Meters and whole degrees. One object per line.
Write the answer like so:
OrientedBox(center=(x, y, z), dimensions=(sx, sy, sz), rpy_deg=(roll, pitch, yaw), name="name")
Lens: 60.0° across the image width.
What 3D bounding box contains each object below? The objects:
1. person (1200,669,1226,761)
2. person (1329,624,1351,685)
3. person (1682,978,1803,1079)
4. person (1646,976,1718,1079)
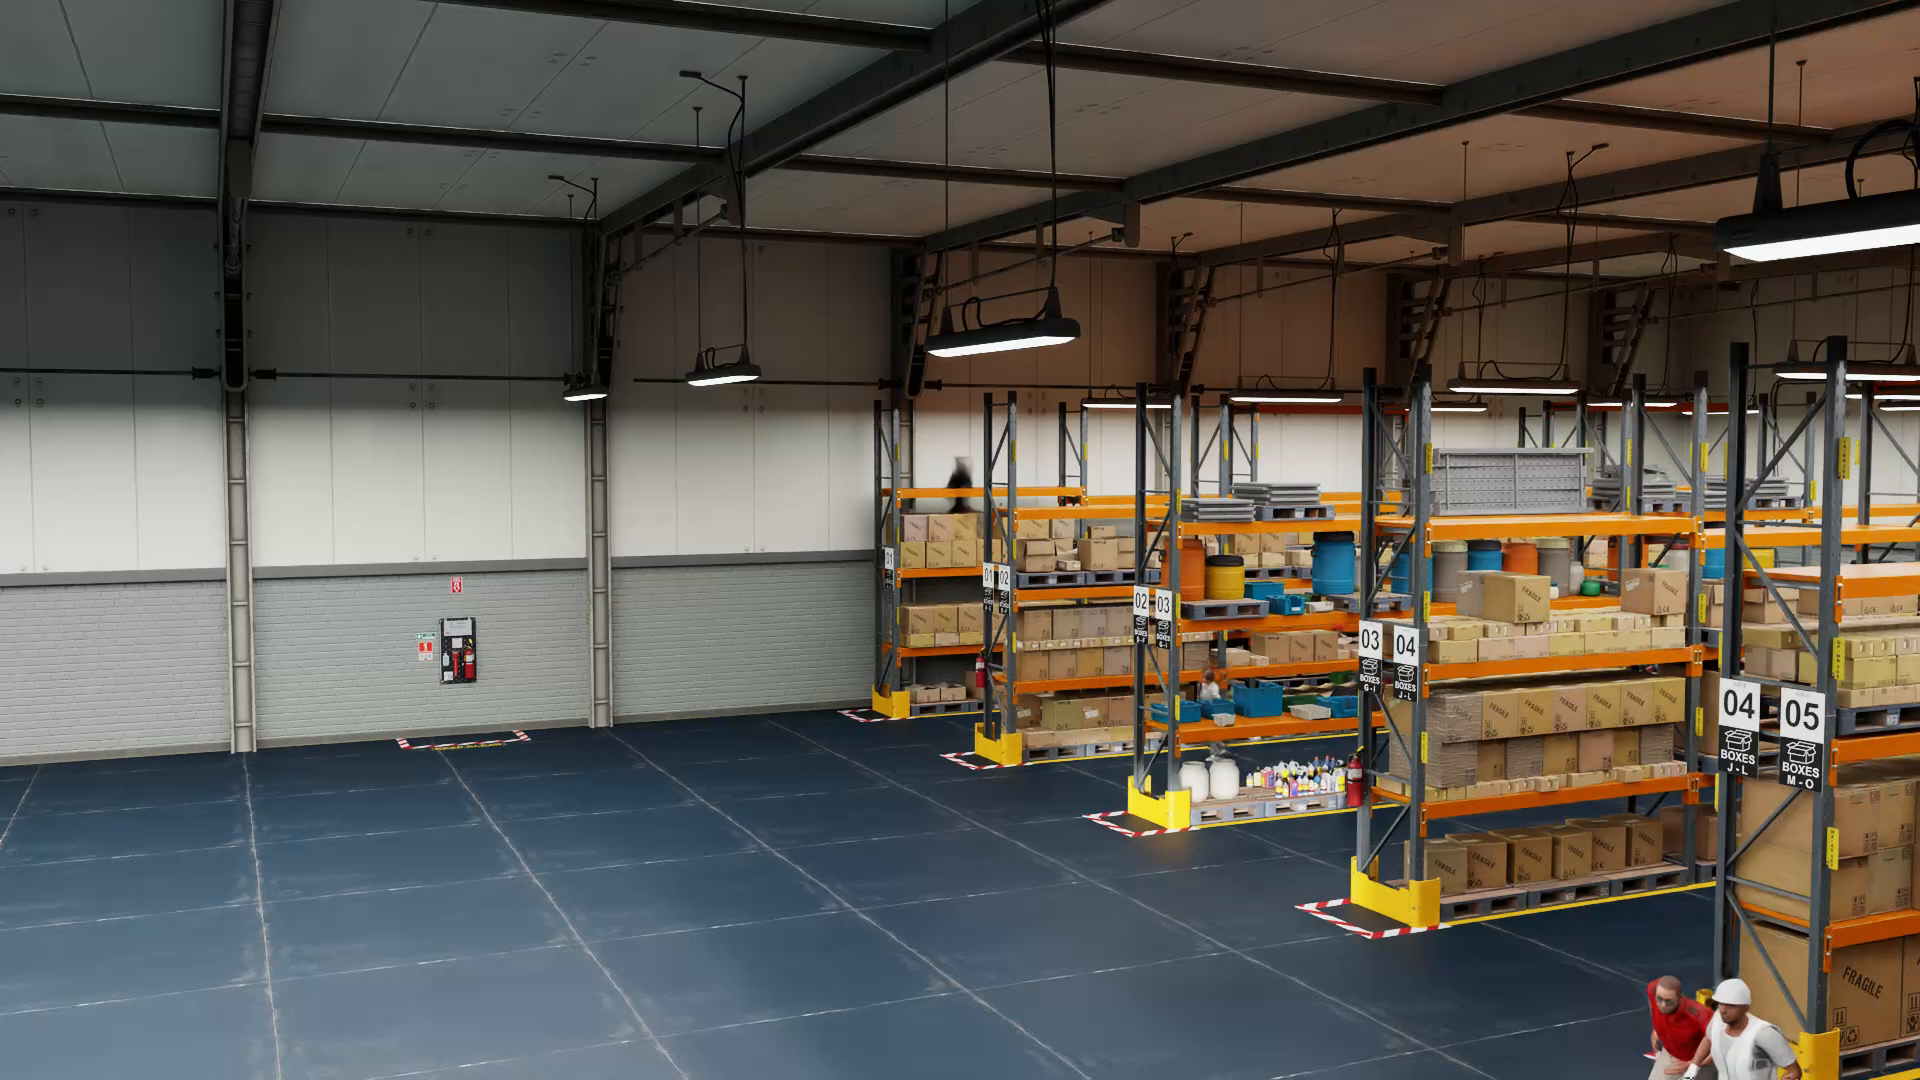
OrientedBox(center=(4.137, 2.831, 27.002), dimensions=(0.583, 1.514, 0.674), rpy_deg=(-1, 4, -20), name="person")
OrientedBox(center=(7.410, 2.439, 32.188), dimensions=(0.688, 1.715, 0.658), rpy_deg=(-3, 4, -39), name="person")
OrientedBox(center=(5.059, 3.674, 11.041), dimensions=(0.593, 1.665, 1.023), rpy_deg=(-1, 3, -15), name="person")
OrientedBox(center=(5.244, 3.778, 11.840), dimensions=(1.161, 1.443, 0.654), rpy_deg=(-3, 4, -39), name="person")
